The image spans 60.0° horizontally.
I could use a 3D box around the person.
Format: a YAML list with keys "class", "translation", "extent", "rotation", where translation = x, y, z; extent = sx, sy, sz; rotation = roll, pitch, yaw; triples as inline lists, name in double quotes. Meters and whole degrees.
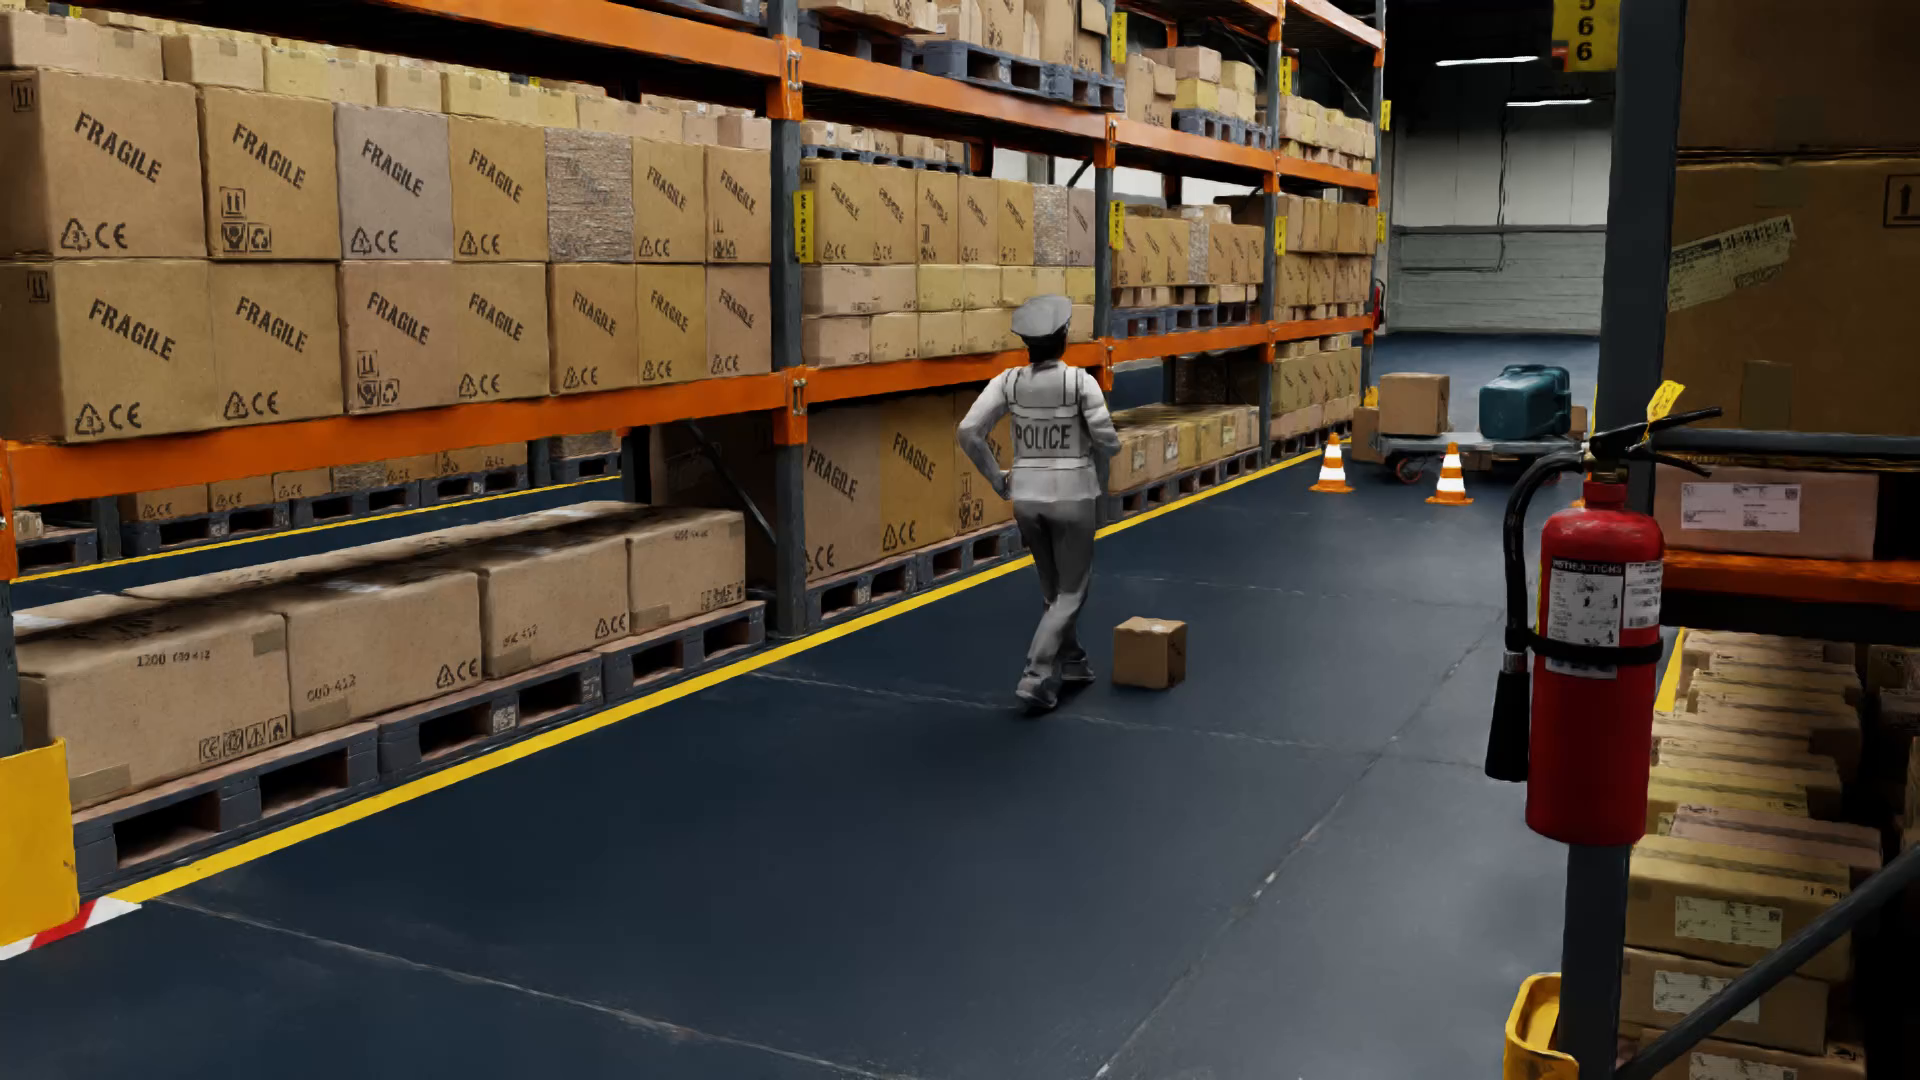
- class: "person"
  translation: [0.425, -0.161, 6.793]
  extent: [0.574, 1.686, 0.800]
  rotation: [6, 11, 33]
